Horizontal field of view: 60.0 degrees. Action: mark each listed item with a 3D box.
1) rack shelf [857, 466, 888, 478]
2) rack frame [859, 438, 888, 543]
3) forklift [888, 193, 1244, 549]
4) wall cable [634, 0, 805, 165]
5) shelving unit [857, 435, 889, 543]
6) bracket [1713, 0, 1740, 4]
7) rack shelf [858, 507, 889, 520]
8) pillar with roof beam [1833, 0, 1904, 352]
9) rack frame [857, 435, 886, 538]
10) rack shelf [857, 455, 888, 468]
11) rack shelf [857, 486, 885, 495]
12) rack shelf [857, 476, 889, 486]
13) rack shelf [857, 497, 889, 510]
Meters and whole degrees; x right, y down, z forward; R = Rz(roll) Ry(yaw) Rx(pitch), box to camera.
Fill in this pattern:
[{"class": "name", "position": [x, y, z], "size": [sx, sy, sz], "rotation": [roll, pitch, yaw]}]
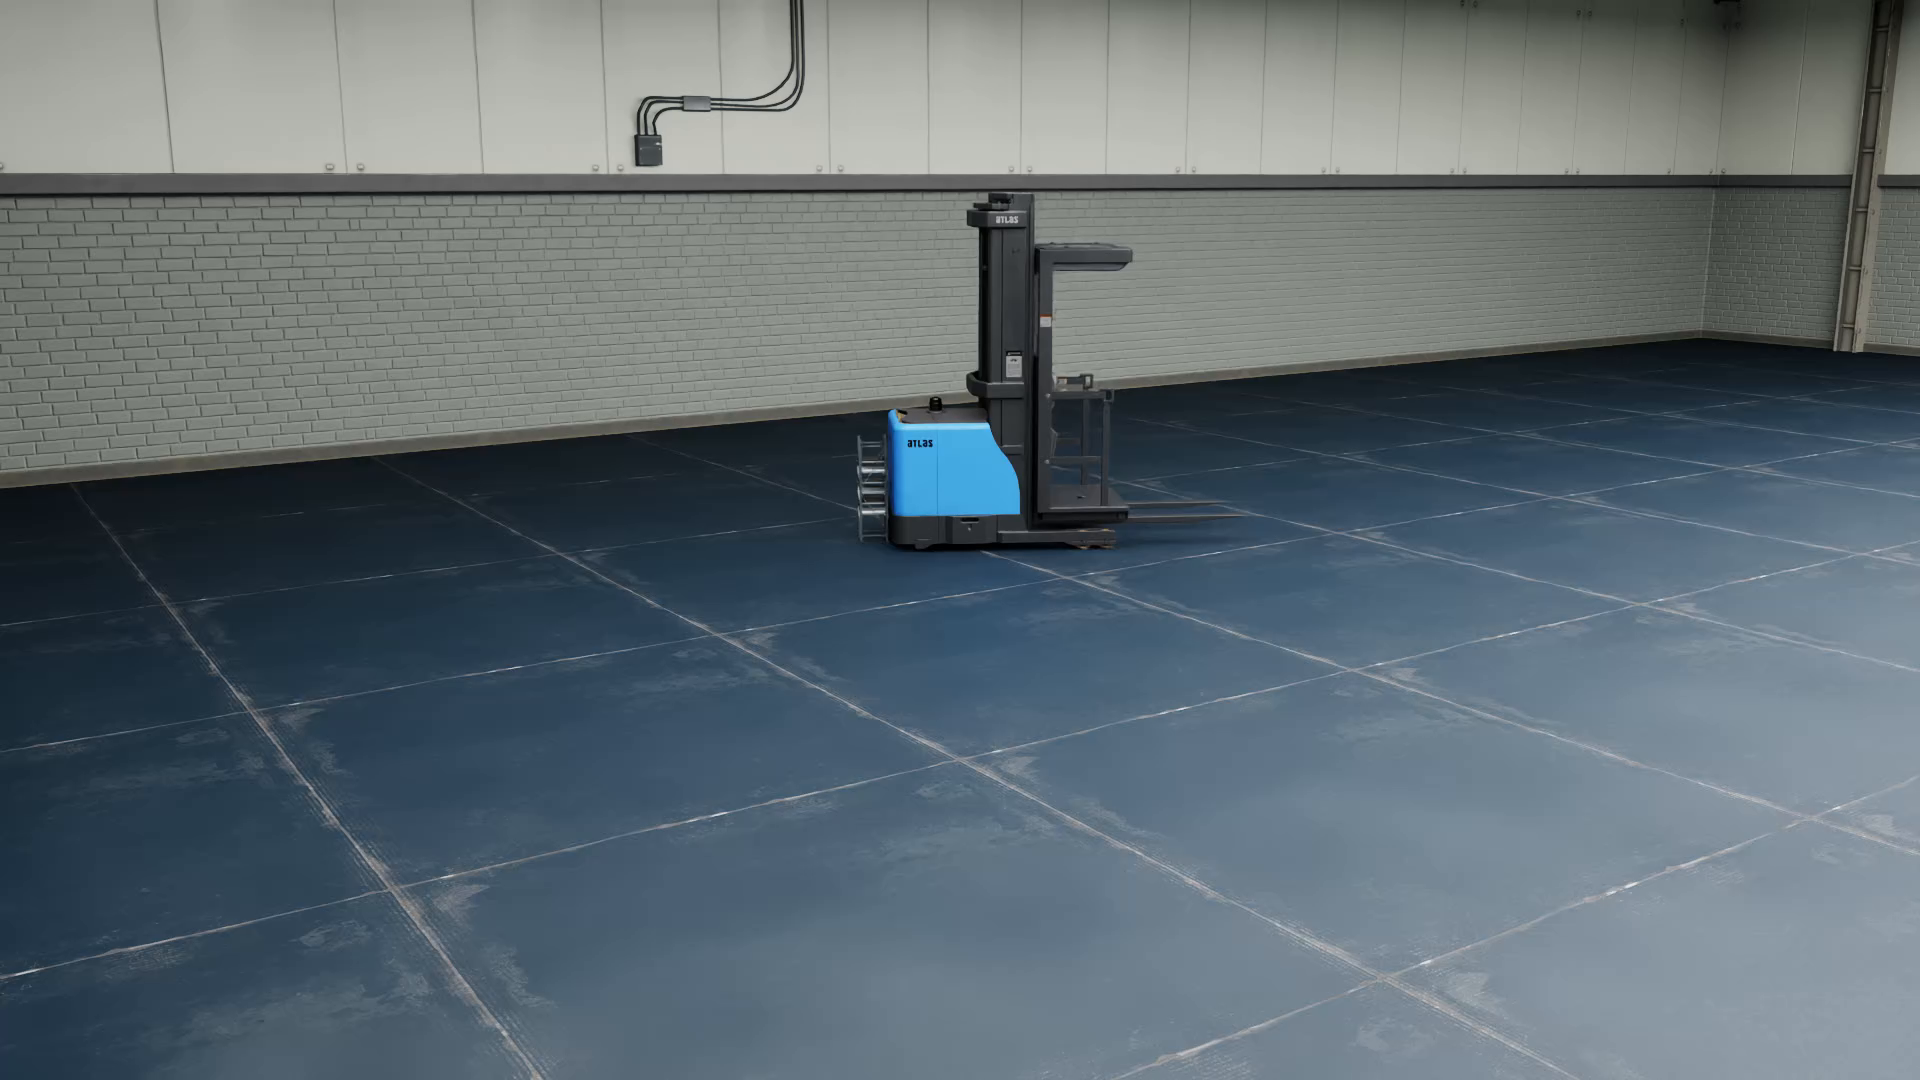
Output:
[{"class": "rack shelf", "position": [-0.749, -0.582, 14.230], "size": [0.258, 0.077, 0.200], "rotation": [-1, 12, -7]}, {"class": "rack frame", "position": [-0.737, -0.417, 14.163], "size": [0.240, 0.900, 0.006], "rotation": [-1, 12, -7]}, {"class": "forklift", "position": [0.903, -1.464, 14.196], "size": [3.031, 2.935, 1.130], "rotation": [-1, 12, -5]}, {"class": "wall cable", "position": [-2.872, -7.528, 19.761], "size": [2.305, 6.003, 0.169], "rotation": [-8, 15, -33]}, {"class": "shelving unit", "position": [-0.749, -0.439, 14.261], "size": [0.258, 0.900, 0.210], "rotation": [-1, 12, -7]}, {"class": "bracket", "position": [14.132, -10.005, 30.625], "size": [0.235, 0.232, 0.430], "rotation": [-8, 15, -33]}, {"class": "rack shelf", "position": [-0.749, -0.230, 14.307], "size": [0.258, 0.077, 0.200], "rotation": [-1, 12, -7]}, {"class": "pillar with roof beam", "position": [12.387, -7.284, 26.607], "size": [9.100, 9.000, 0.548], "rotation": [-8, 15, -33]}, {"class": "rack frame", "position": [-0.760, -0.460, 14.360], "size": [0.240, 0.900, 0.006], "rotation": [-1, 12, -7]}, {"class": "rack shelf", "position": [-0.749, -0.670, 14.211], "size": [0.258, 0.077, 0.200], "rotation": [-1, 12, -7]}, {"class": "rack shelf", "position": [-0.749, -0.406, 14.268], "size": [0.258, 0.077, 0.200], "rotation": [-1, 12, -7]}, {"class": "rack shelf", "position": [-0.749, -0.494, 14.249], "size": [0.258, 0.077, 0.200], "rotation": [-1, 12, -7]}, {"class": "rack shelf", "position": [-0.749, -0.318, 14.288], "size": [0.258, 0.077, 0.200], "rotation": [-1, 12, -7]}]
